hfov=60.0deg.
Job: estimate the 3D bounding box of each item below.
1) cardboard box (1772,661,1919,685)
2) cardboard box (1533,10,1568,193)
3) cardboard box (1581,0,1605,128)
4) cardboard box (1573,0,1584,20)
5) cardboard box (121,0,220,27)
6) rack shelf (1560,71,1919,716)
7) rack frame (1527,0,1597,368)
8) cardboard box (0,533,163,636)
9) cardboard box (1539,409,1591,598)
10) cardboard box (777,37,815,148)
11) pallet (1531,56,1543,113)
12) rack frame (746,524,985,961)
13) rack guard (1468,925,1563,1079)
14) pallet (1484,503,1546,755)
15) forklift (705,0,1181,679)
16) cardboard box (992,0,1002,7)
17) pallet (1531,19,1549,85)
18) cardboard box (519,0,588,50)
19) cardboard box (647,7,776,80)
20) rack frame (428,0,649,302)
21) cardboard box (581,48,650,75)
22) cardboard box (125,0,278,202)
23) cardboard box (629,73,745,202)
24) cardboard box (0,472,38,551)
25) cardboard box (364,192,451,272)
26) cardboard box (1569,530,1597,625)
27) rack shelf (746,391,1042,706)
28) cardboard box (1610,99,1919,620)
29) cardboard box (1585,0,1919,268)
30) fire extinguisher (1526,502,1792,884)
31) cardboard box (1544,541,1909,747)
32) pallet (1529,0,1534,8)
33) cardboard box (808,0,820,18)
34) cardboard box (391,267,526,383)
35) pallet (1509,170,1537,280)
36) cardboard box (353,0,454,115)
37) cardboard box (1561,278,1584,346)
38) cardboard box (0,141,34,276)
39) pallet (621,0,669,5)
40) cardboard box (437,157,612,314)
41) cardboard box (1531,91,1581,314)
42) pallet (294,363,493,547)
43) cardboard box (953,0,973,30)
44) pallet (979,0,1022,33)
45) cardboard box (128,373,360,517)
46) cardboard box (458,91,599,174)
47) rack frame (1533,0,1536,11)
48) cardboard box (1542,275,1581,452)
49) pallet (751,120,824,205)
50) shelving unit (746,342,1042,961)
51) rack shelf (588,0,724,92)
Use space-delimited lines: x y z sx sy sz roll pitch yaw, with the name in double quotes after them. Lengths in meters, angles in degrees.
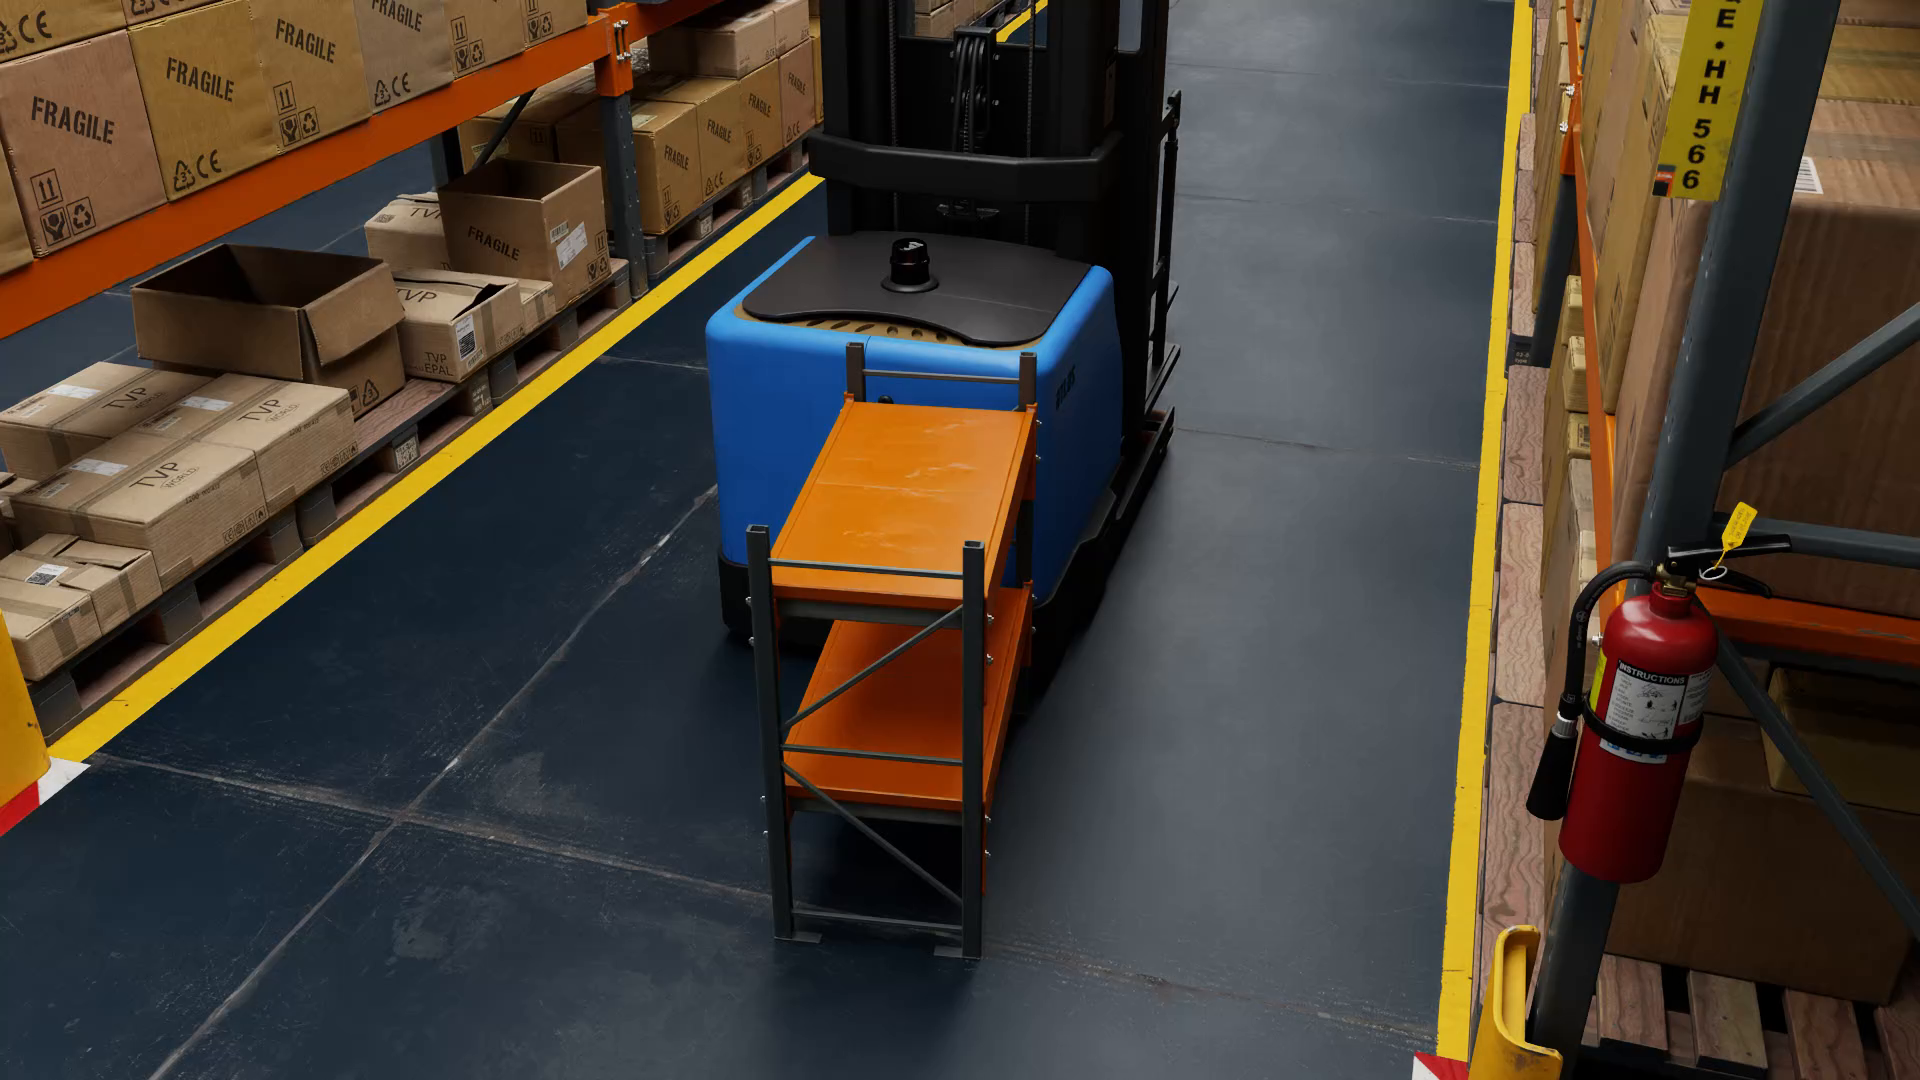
2.011 0.179 3.814 0.380 0.149 0.250 9 30 15 "cardboard box"
3.342 -2.190 8.381 0.750 0.750 0.750 8 30 15 "cardboard box"
2.598 -1.698 5.408 0.980 0.700 0.700 9 30 16 "cardboard box"
2.793 -2.279 6.999 0.380 0.149 0.250 9 30 15 "cardboard box"
-2.458 -1.788 4.747 0.500 0.500 0.500 9 30 16 "cardboard box"
2.186 -0.573 4.434 1.077 0.370 4.000 8 30 15 "rack shelf"
2.773 -1.817 5.930 1.000 3.000 0.127 8 30 15 "rack frame"
-2.613 0.121 4.908 0.380 0.166 0.250 8 30 15 "cardboard box"
2.152 -0.104 4.990 0.700 0.500 0.500 9 30 16 "cardboard box"
-1.140 -2.527 9.326 0.500 0.500 0.500 7 30 13 "cardboard box"
4.178 -2.820 10.602 1.003 0.211 1.213 8 30 15 "pallet"
-0.198 0.484 3.723 0.500 1.125 0.032 4 29 7 "rack frame"
1.592 1.146 3.176 1.175 0.500 0.348 8 30 15 "rack guard"
2.119 0.313 4.970 1.003 0.211 1.213 8 30 15 "pallet"
0.187 -1.573 5.563 1.130 2.935 3.031 9 30 15 "forklift"
0.089 -4.278 12.752 0.500 0.250 0.500 9 30 16 "cardboard box"
4.538 -3.385 11.618 1.003 0.211 1.213 8 30 15 "pallet"
-1.865 -2.297 6.690 0.500 0.500 0.500 9 30 16 "cardboard box"
-1.295 -2.604 8.693 0.500 0.250 0.500 9 30 15 "cardboard box"
-1.964 -2.522 7.198 1.000 3.000 0.127 8 30 15 "rack frame"
-1.792 -2.353 9.014 0.500 0.500 0.500 9 30 15 "cardboard box"
-2.459 -1.349 4.986 0.500 0.500 0.500 8 30 15 "cardboard box"
-1.443 -2.061 8.488 0.500 0.500 0.500 9 30 16 "cardboard box"
-3.009 -0.080 5.270 0.380 0.166 0.250 8 30 15 "cardboard box"
-2.294 -1.375 7.449 0.500 0.311 0.500 8 30 15 "cardboard box"
1.646 0.123 3.915 0.380 0.149 0.250 9 30 16 "cardboard box"
-0.124 -0.016 4.020 0.538 0.278 1.000 4 29 7 "rack shelf"
1.739 -0.327 2.944 0.980 0.700 0.700 10 31 17 "cardboard box"
2.174 -1.020 4.189 0.980 0.700 0.700 7 30 12 "cardboard box"
1.113 0.243 2.690 0.296 0.674 0.183 8 30 15 "fire extinguisher"
1.855 0.379 4.123 0.700 0.500 0.500 8 30 15 "cardboard box"
5.284 -4.633 13.861 1.003 0.211 1.213 8 30 15 "pallet"
-0.852 -3.313 9.968 0.500 0.250 0.500 10 31 17 "cardboard box"
-2.080 -0.885 6.569 0.500 0.311 0.500 8 30 15 "cardboard box"
3.284 -1.536 8.294 1.003 0.211 1.213 8 30 15 "pallet"
-2.164 -1.818 5.829 0.500 0.500 0.500 9 30 16 "cardboard box"
2.180 -0.725 5.440 0.380 0.149 0.250 10 30 17 "cardboard box"
-2.756 -0.875 4.135 0.500 0.500 0.500 9 30 16 "cardboard box"
-1.625 -2.794 7.884 1.003 0.211 1.213 8 30 15 "pallet"
-1.860 -1.316 7.150 0.500 0.500 0.500 8 30 15 "cardboard box"
2.839 -1.381 6.927 0.750 0.750 0.750 9 30 15 "cardboard box"
-2.523 -0.415 6.280 1.003 0.211 1.213 8 30 15 "pallet"
-0.208 -3.798 11.888 0.500 0.250 0.500 8 30 13 "cardboard box"
-0.151 -4.104 12.911 1.003 0.211 1.213 8 30 15 "pallet"
-2.414 -0.330 5.634 0.500 0.250 0.500 8 30 15 "cardboard box"
-2.093 -1.892 8.184 0.500 0.500 0.500 8 30 15 "cardboard box"
5.121 -5.534 12.613 1.000 3.000 0.127 8 30 15 "rack frame"
2.455 -0.575 5.837 0.700 0.500 0.500 9 30 16 "cardboard box"
-1.405 -2.255 9.587 1.003 0.211 1.213 8 30 15 "pallet"
-0.124 0.239 4.163 0.538 1.125 1.048 4 29 7 "shelving unit"
-1.377 -3.137 9.043 1.077 0.370 4.000 8 30 15 "rack shelf"
